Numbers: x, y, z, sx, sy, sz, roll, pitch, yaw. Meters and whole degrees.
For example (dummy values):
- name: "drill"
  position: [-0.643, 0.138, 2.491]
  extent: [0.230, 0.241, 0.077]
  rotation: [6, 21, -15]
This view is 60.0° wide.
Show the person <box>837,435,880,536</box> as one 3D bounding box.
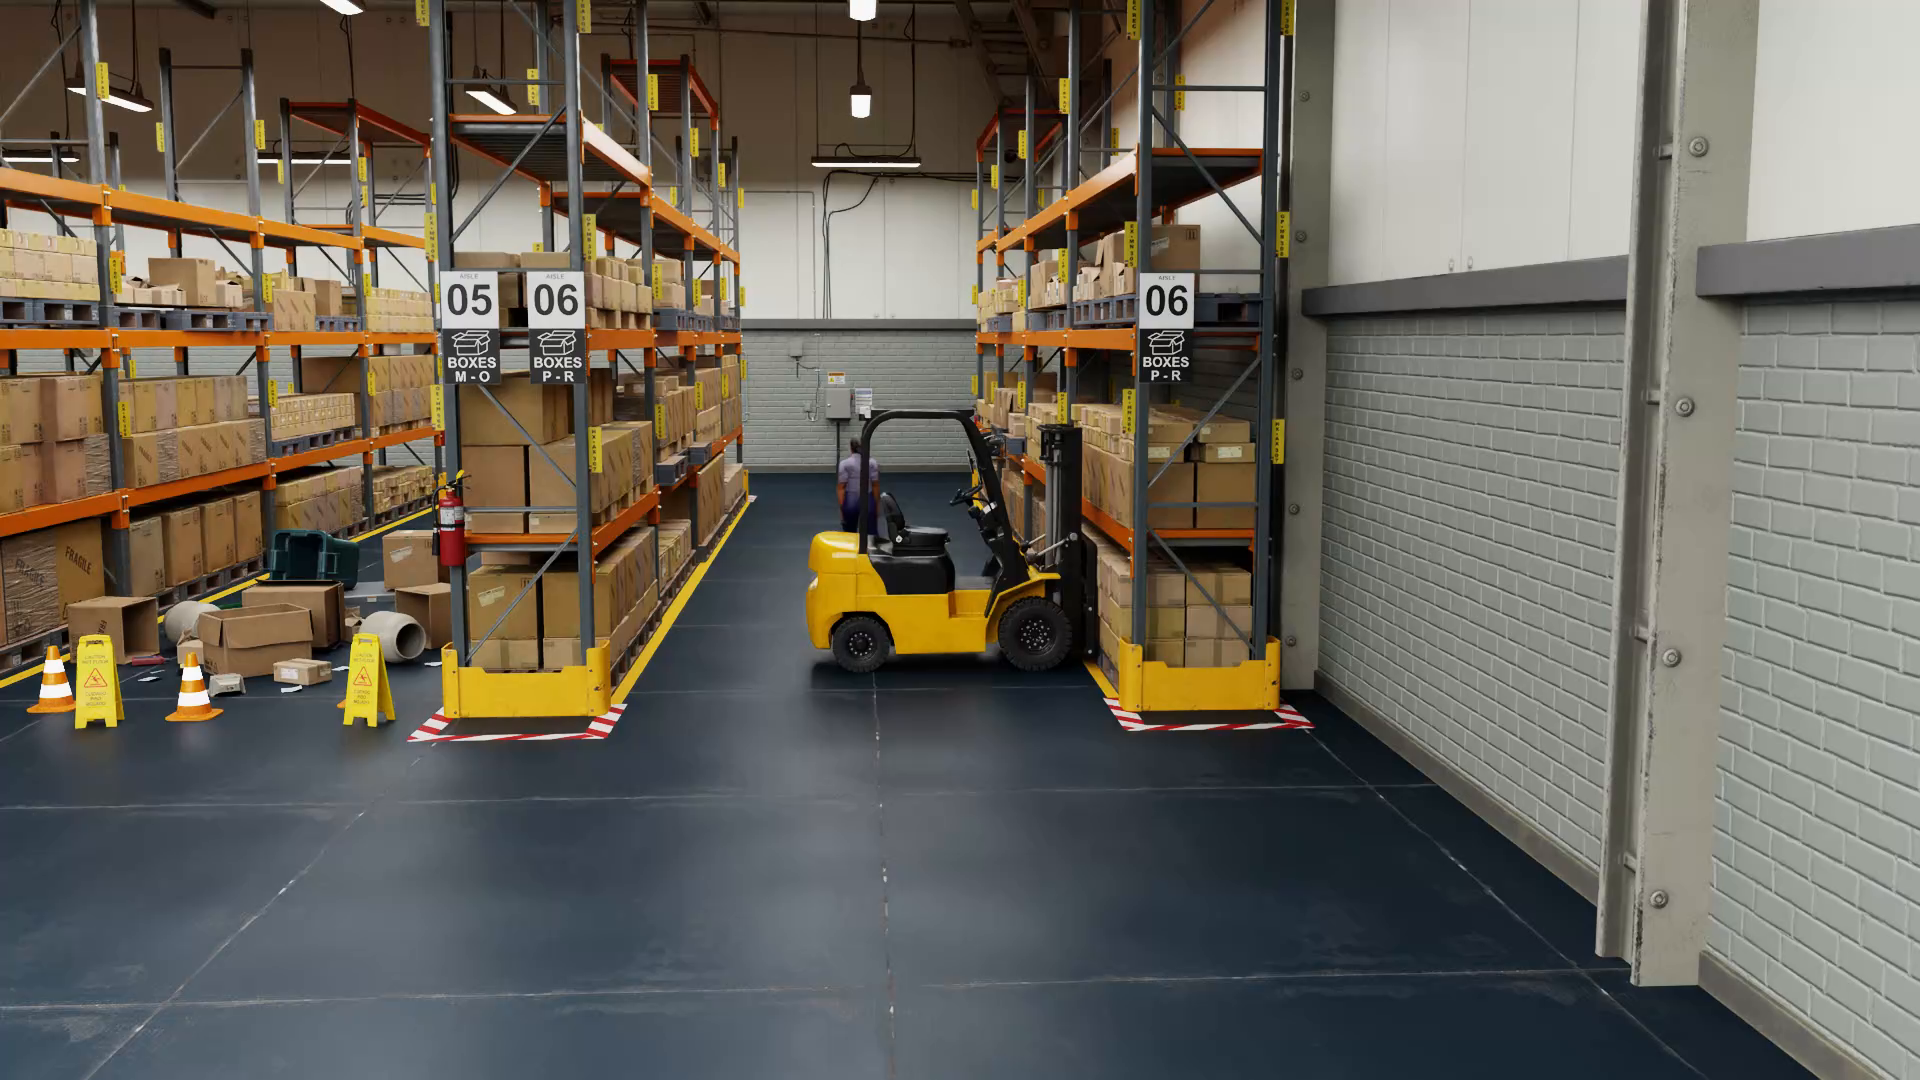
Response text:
- name: "person"
  position: [-1.124, -0.354, 18.510]
  extent: [0.482, 1.630, 0.607]
  rotation: [-1, 7, -8]
